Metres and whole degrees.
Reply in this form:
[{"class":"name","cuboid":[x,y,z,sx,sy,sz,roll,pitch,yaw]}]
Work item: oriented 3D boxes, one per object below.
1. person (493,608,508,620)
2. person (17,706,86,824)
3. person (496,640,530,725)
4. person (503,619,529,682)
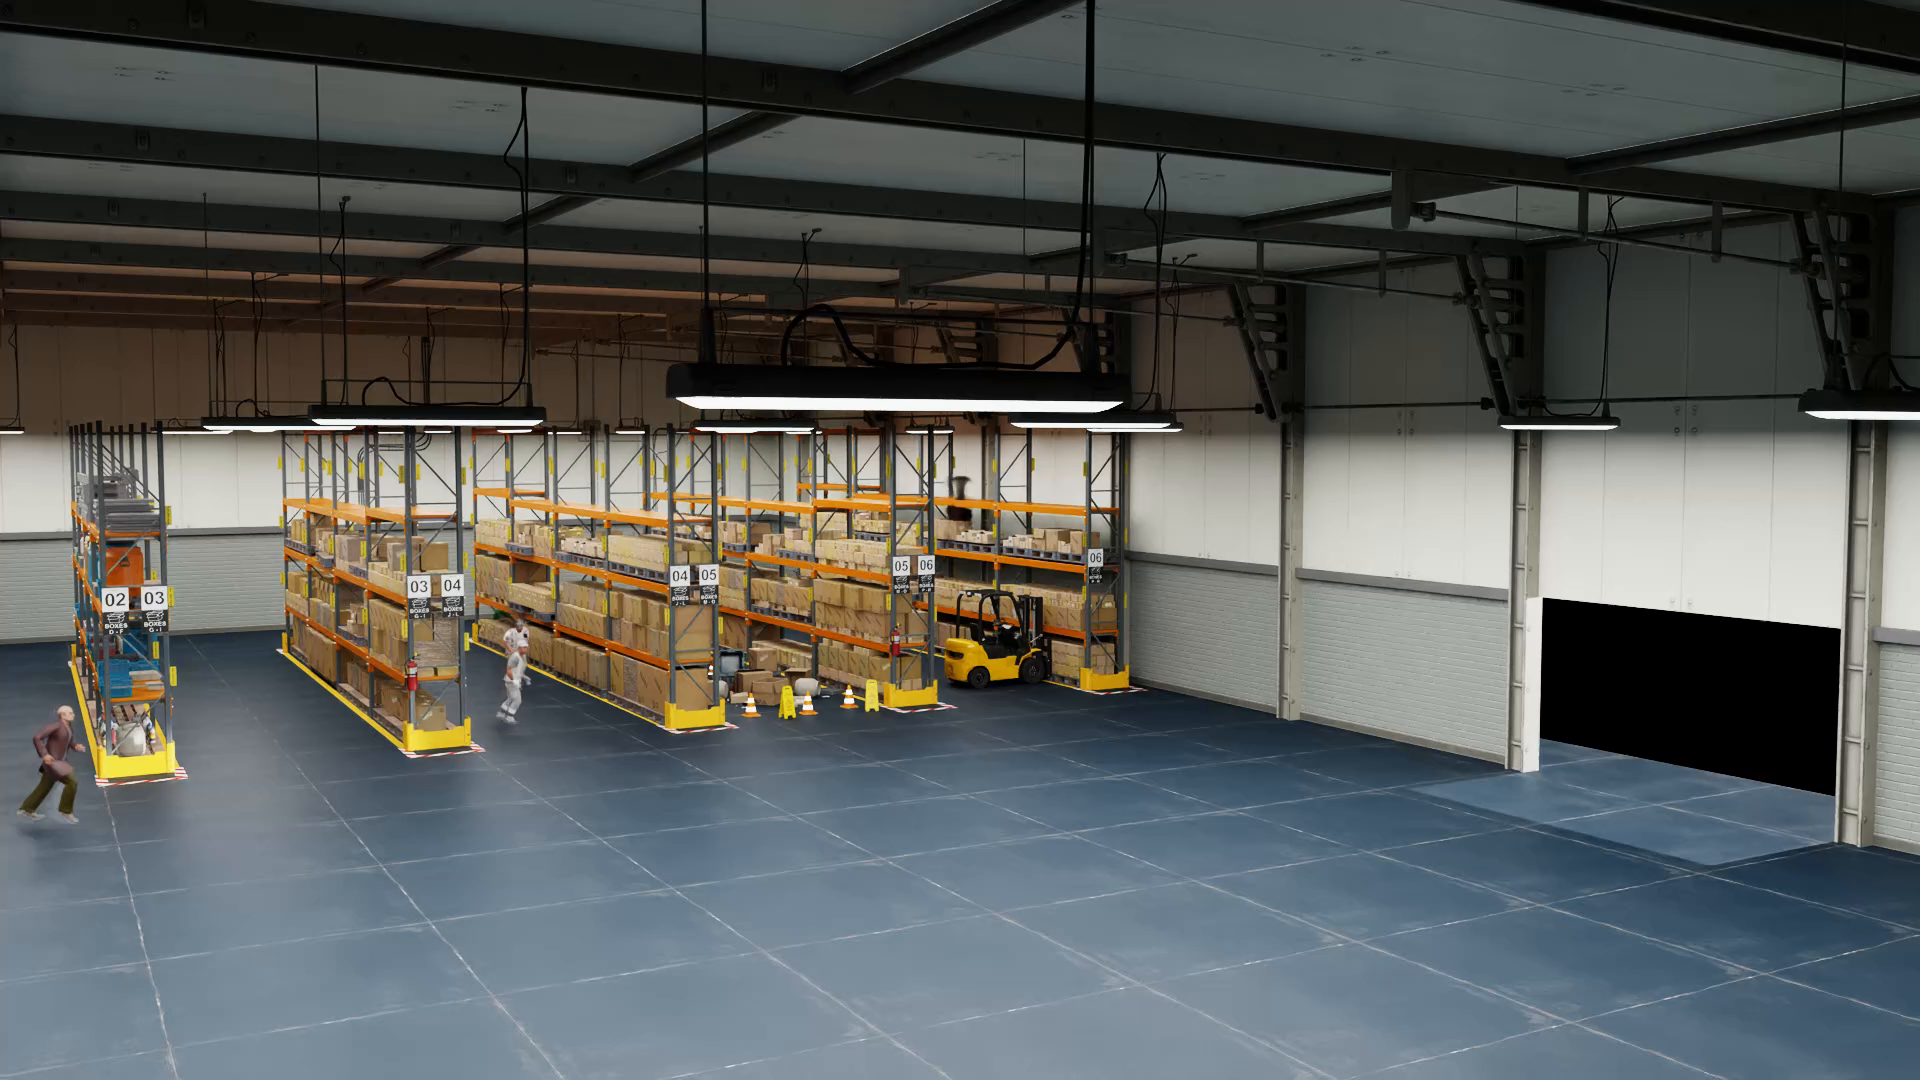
[{"class":"person","cuboid":[-13.208,1.874,47.907,0.947,1.798,0.588,-2,4,-30]},{"class":"person","cuboid":[-13.473,3.346,24.624,0.982,1.784,0.732,-1,4,-10]},{"class":"person","cuboid":[-8.911,2.831,33.068,0.778,1.723,0.649,0,4,1]},{"class":"person","cuboid":[-10.173,2.574,38.057,0.881,1.605,0.718,3,4,38]}]
